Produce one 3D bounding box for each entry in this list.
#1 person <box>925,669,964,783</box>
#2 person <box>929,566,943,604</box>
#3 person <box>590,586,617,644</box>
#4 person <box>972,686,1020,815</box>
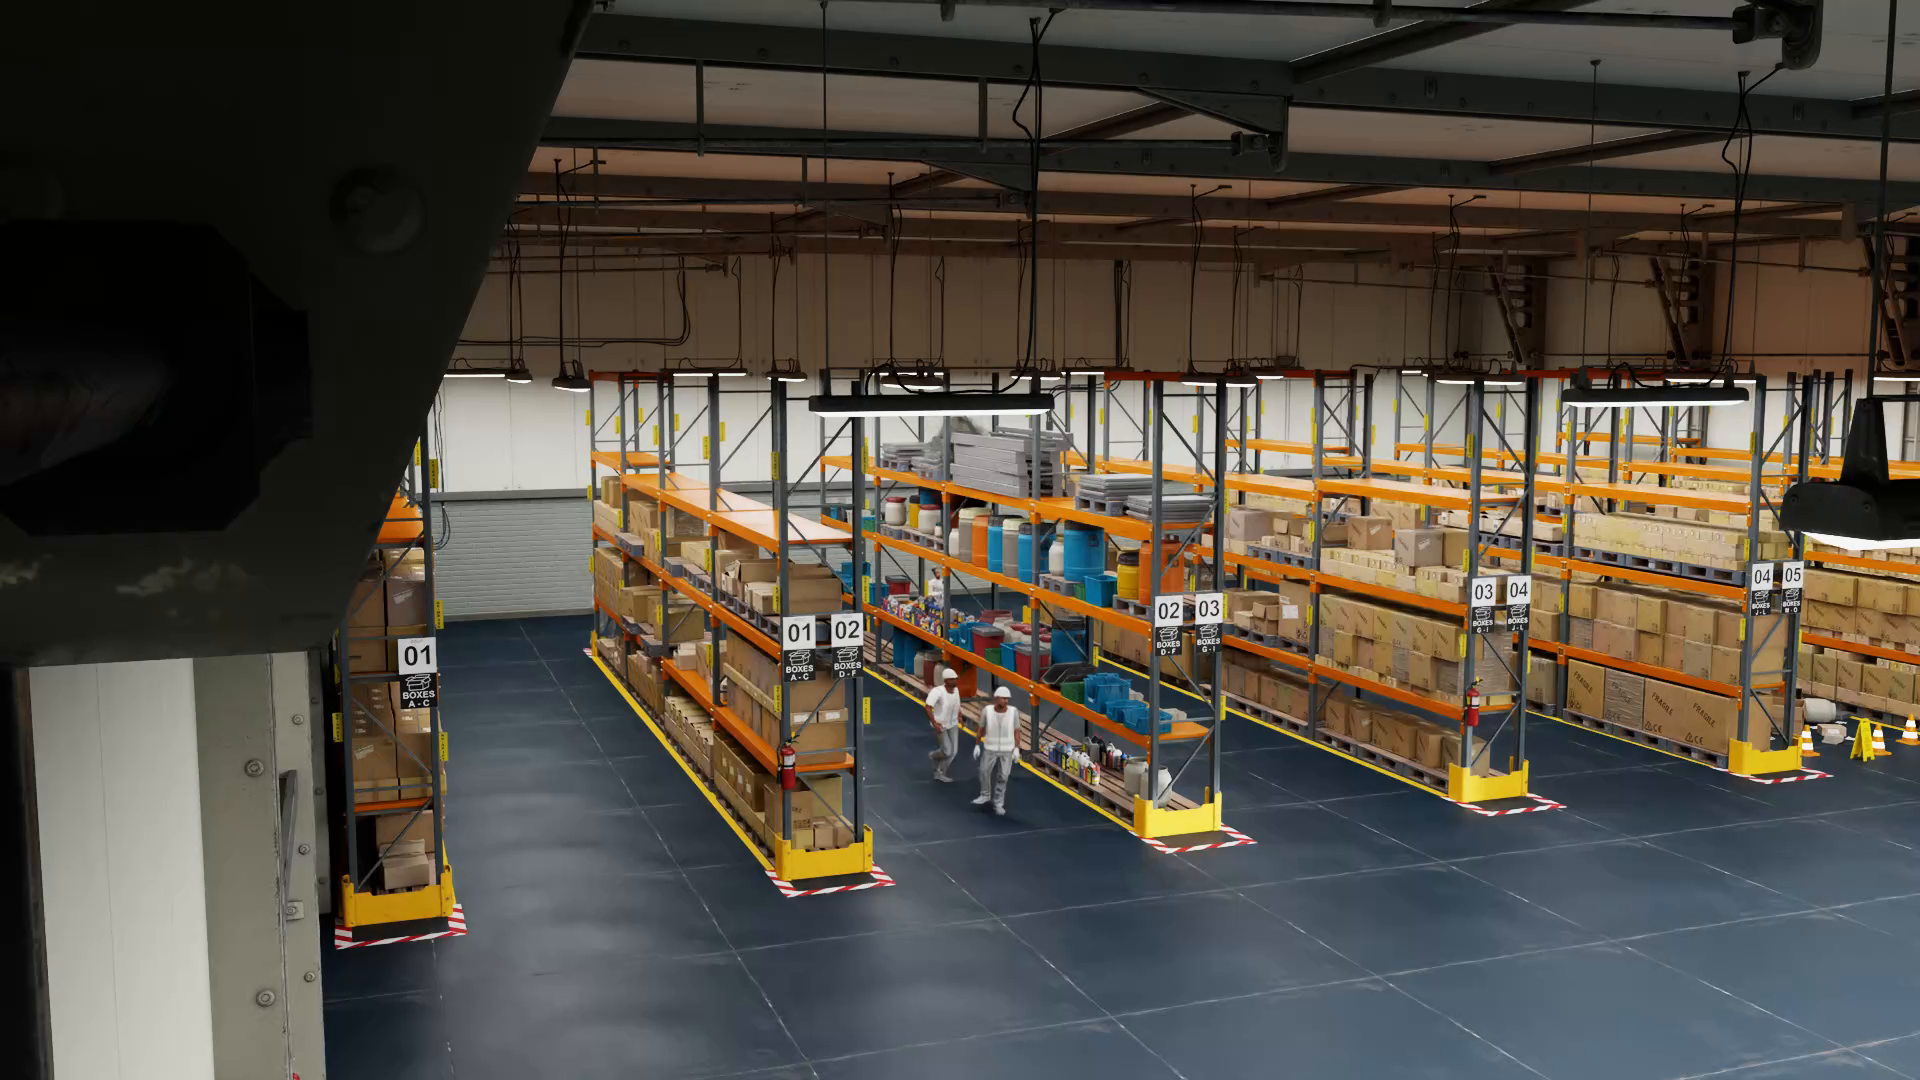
[{"bbox_3d":[-0.261,2.739,24.699,0.700,1.702,0.590,-5,8,-40],"label":"person"},{"bbox_3d":[-0.468,1.424,36.417,0.612,1.739,0.762,-3,7,-27],"label":"person"},{"bbox_3d":[-7.737,1.474,36.152,0.663,1.708,0.628,-3,7,-23],"label":"person"},{"bbox_3d":[0.498,2.895,22.950,0.658,1.796,0.460,0,6,-3],"label":"person"}]
